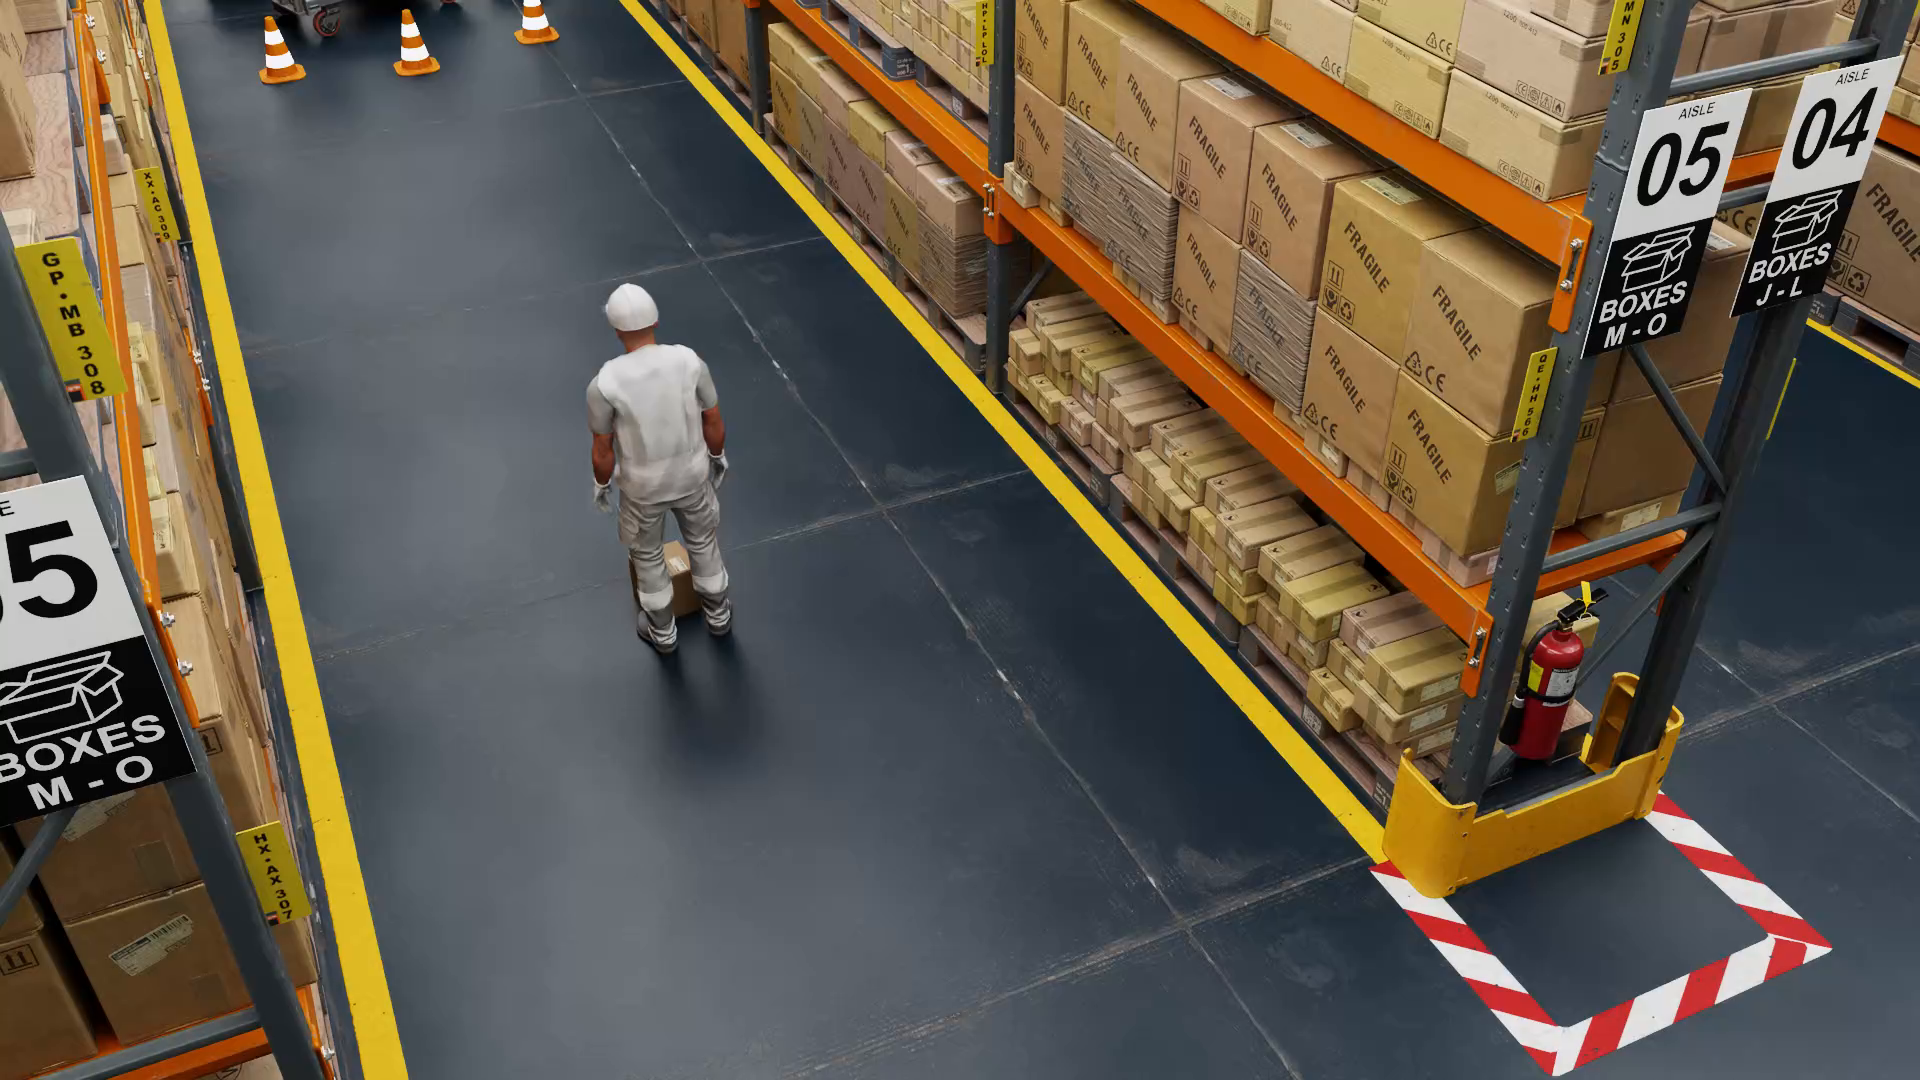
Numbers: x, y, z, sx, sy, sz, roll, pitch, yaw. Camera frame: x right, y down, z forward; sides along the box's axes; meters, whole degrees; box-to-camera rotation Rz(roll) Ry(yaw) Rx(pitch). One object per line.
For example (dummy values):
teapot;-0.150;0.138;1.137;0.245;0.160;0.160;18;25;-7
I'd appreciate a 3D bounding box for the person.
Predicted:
person;-1.295;-0.283;7.220;0.609;1.780;0.448;-15;40;-19
